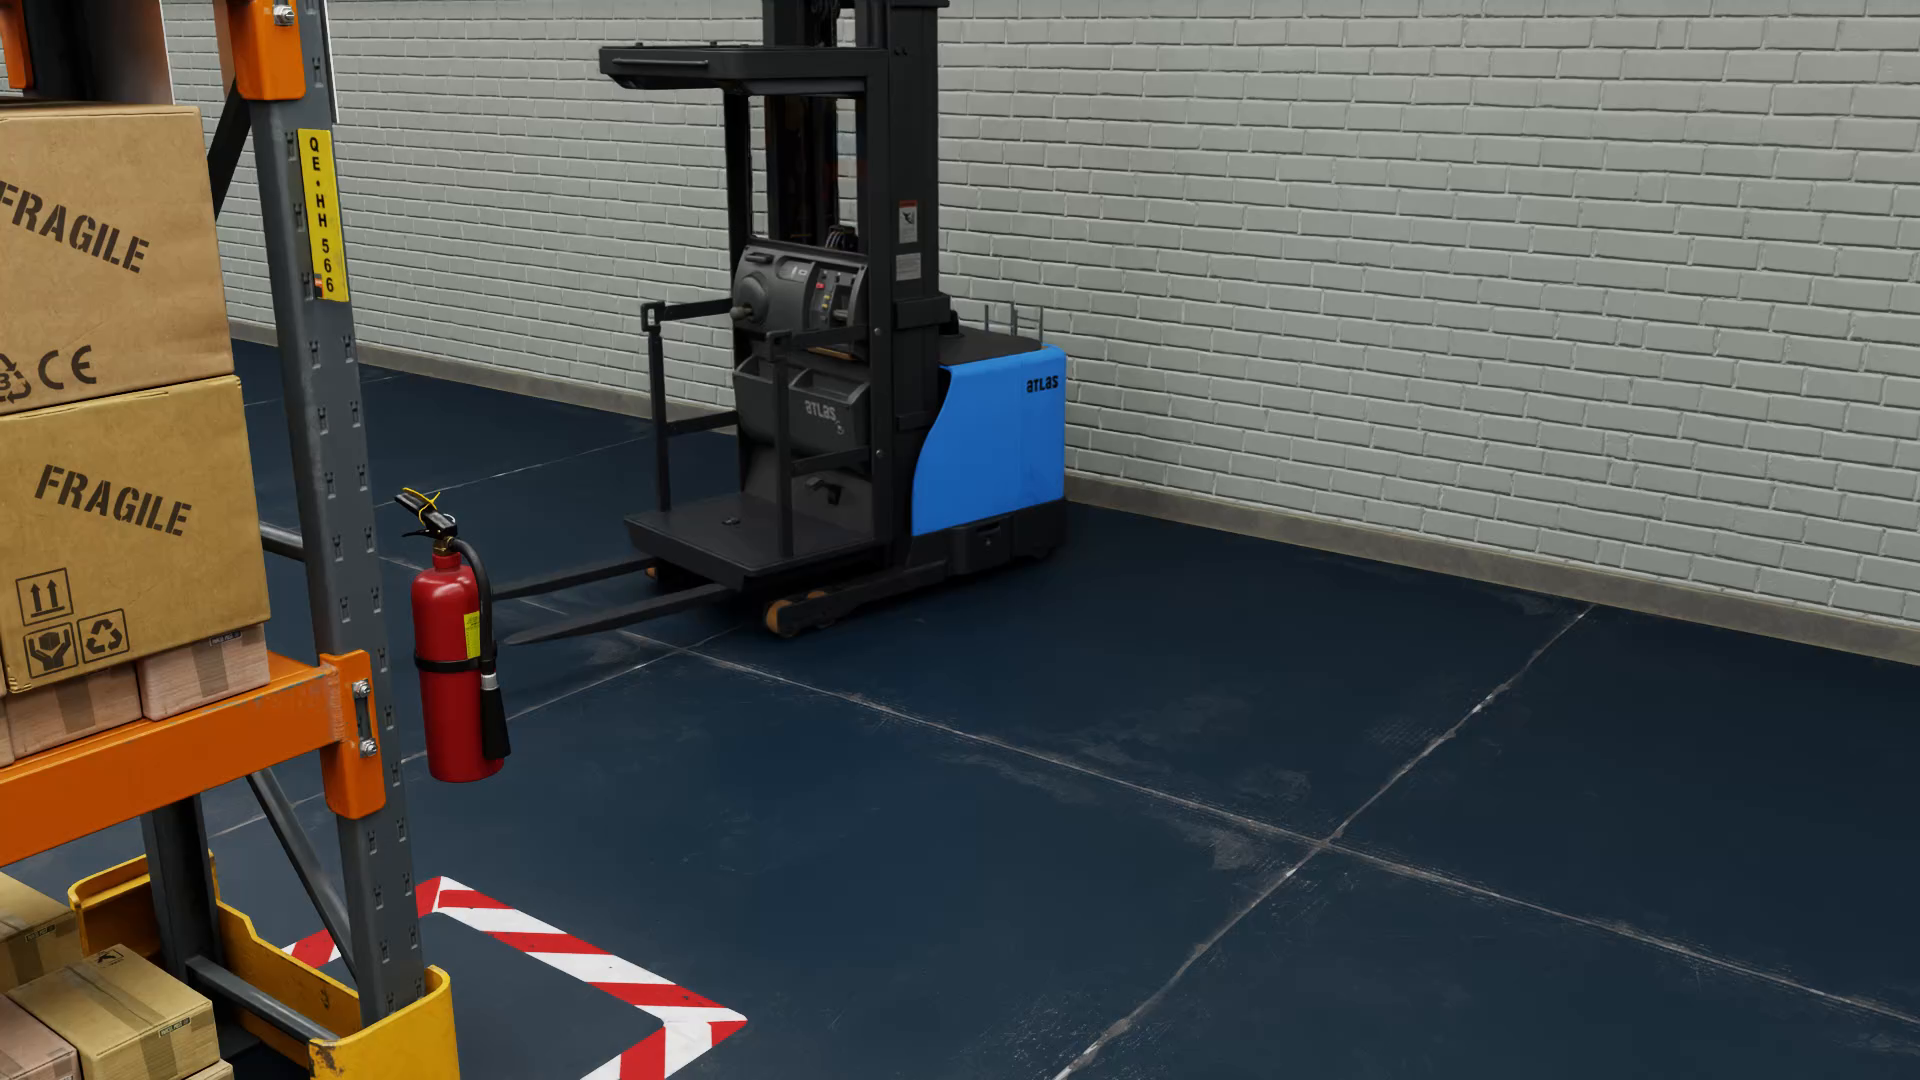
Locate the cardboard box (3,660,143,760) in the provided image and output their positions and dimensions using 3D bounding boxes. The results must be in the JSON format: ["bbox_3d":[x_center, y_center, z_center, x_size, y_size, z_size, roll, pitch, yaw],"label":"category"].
[{"bbox_3d":[-1.813,0.274,3.228,0.380,0.149,0.250,12,21,35],"label":"cardboard box"}]

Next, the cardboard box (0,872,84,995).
[{"bbox_3d":[-2.252,0.915,3.835,0.380,0.149,0.250,11,21,32],"label":"cardboard box"}]

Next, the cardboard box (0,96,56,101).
[{"bbox_3d":[-2.148,-0.634,3.371,0.500,0.500,0.500,12,21,34],"label":"cardboard box"}]

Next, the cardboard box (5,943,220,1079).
[{"bbox_3d":[-1.779,1.021,3.493,0.380,0.149,0.250,13,21,35],"label":"cardboard box"}]

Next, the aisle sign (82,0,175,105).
[{"bbox_3d":[-1.865,-1.338,3.612,0.394,0.787,0.004,12,21,35],"label":"aisle sign"}]

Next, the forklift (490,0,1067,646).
[{"bbox_3d":[-0.895,-1.142,7.477,3.031,2.935,1.130,-15,23,-40],"label":"forklift"}]

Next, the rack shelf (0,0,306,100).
[{"bbox_3d":[-2.859,-0.639,1.899,1.077,0.370,4.000,12,21,35],"label":"rack shelf"}]

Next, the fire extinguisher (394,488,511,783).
[{"bbox_3d":[-1.146,0.210,3.768,0.296,0.674,0.183,12,21,35],"label":"fire extinguisher"}]

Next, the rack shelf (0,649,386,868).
[{"bbox_3d":[-2.859,0.793,2.344,1.077,0.370,4.000,12,21,35],"label":"rack shelf"}]

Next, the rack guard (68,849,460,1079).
[{"bbox_3d":[-1.712,1.185,4.083,1.175,0.500,0.348,12,21,35],"label":"rack guard"}]

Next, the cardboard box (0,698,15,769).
[{"bbox_3d":[-1.950,0.336,3.027,0.380,0.149,0.250,12,21,34],"label":"cardboard box"}]

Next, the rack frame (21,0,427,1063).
[{"bbox_3d":[-1.667,-0.026,3.771,1.000,3.000,0.127,12,21,35],"label":"rack frame"}]

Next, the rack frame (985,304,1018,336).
[{"bbox_3d":[0.212,-0.624,8.731,0.006,1.200,0.240,-15,23,-40],"label":"rack frame"}]

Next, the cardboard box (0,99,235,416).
[{"bbox_3d":[-1.740,-0.541,3.071,0.500,0.500,0.500,12,21,34],"label":"cardboard box"}]

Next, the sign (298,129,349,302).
[{"bbox_3d":[-1.233,-0.627,3.221,0.100,0.325,0.005,12,21,35],"label":"sign"}]

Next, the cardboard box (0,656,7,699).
[{"bbox_3d":[-2.039,0.058,2.829,0.500,0.500,0.500,12,21,34],"label":"cardboard box"}]

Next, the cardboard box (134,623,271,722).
[{"bbox_3d":[-1.634,0.221,3.397,0.380,0.149,0.250,12,21,35],"label":"cardboard box"}]

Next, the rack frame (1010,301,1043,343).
[{"bbox_3d":[0.348,-0.661,8.848,0.006,1.200,0.240,-15,23,-40],"label":"rack frame"}]

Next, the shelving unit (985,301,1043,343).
[{"bbox_3d":[0.280,-0.643,8.790,0.189,1.200,0.258,-15,23,-40],"label":"shelving unit"}]

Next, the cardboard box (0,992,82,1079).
[{"bbox_3d":[-1.975,1.071,3.333,0.380,0.149,0.250,13,21,36],"label":"cardboard box"}]

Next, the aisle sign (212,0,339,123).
[{"bbox_3d":[-1.383,-1.232,3.271,0.394,0.787,0.004,12,21,35],"label":"aisle sign"}]

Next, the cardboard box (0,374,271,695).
[{"bbox_3d":[-1.728,-0.064,3.221,0.500,0.500,0.500,13,21,36],"label":"cardboard box"}]

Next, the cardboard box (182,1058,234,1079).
[{"bbox_3d":[-1.752,1.169,3.520,0.380,0.149,0.250,12,21,33],"label":"cardboard box"}]
